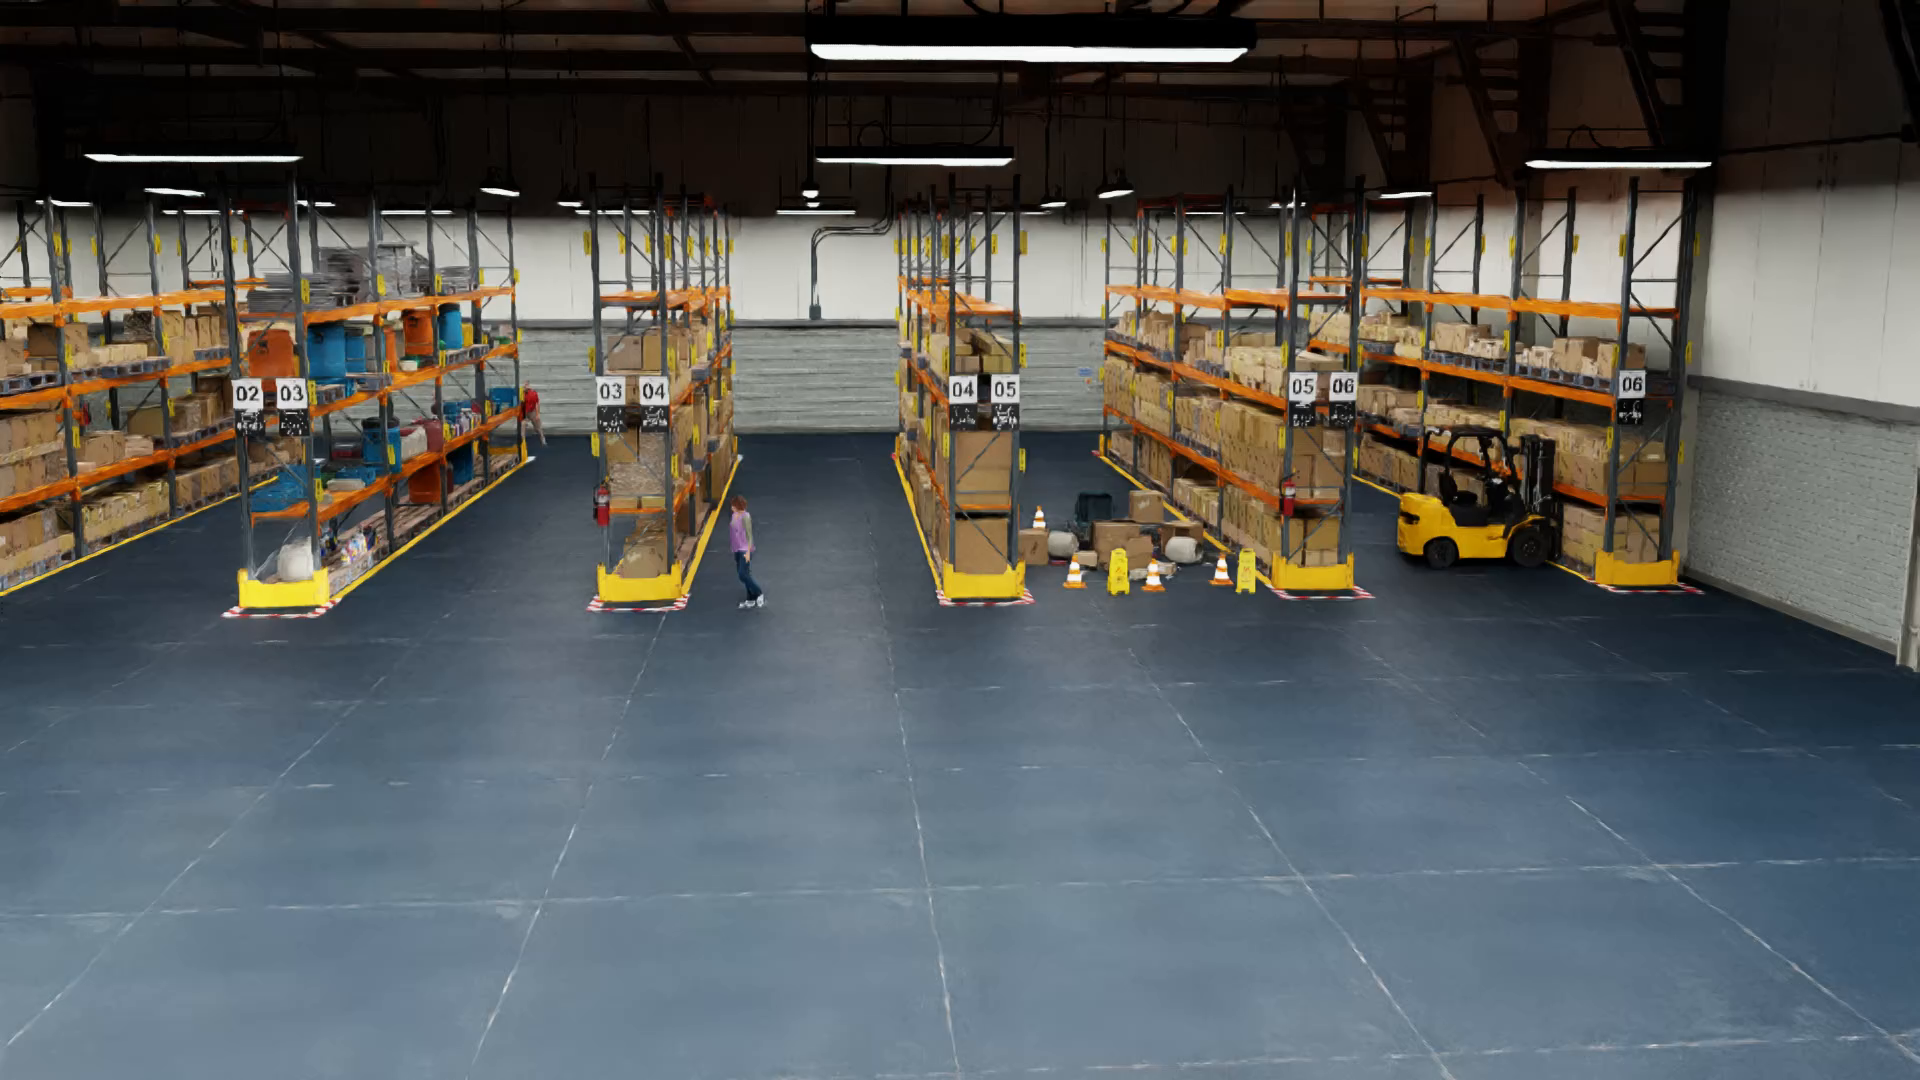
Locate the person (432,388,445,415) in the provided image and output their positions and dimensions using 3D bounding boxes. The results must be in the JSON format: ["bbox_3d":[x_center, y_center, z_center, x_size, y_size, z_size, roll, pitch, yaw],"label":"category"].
[{"bbox_3d":[-11.993,-2.608,38.230,0.582,1.780,0.770,-2,10,-12],"label":"person"}]

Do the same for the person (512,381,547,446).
[{"bbox_3d":[-10.835,-3.171,41.832,0.586,1.677,0.969,3,11,19],"label":"person"}]

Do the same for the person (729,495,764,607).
[{"bbox_3d":[-2.980,0.161,23.165,0.397,1.589,0.550,-8,13,-37],"label":"person"}]
